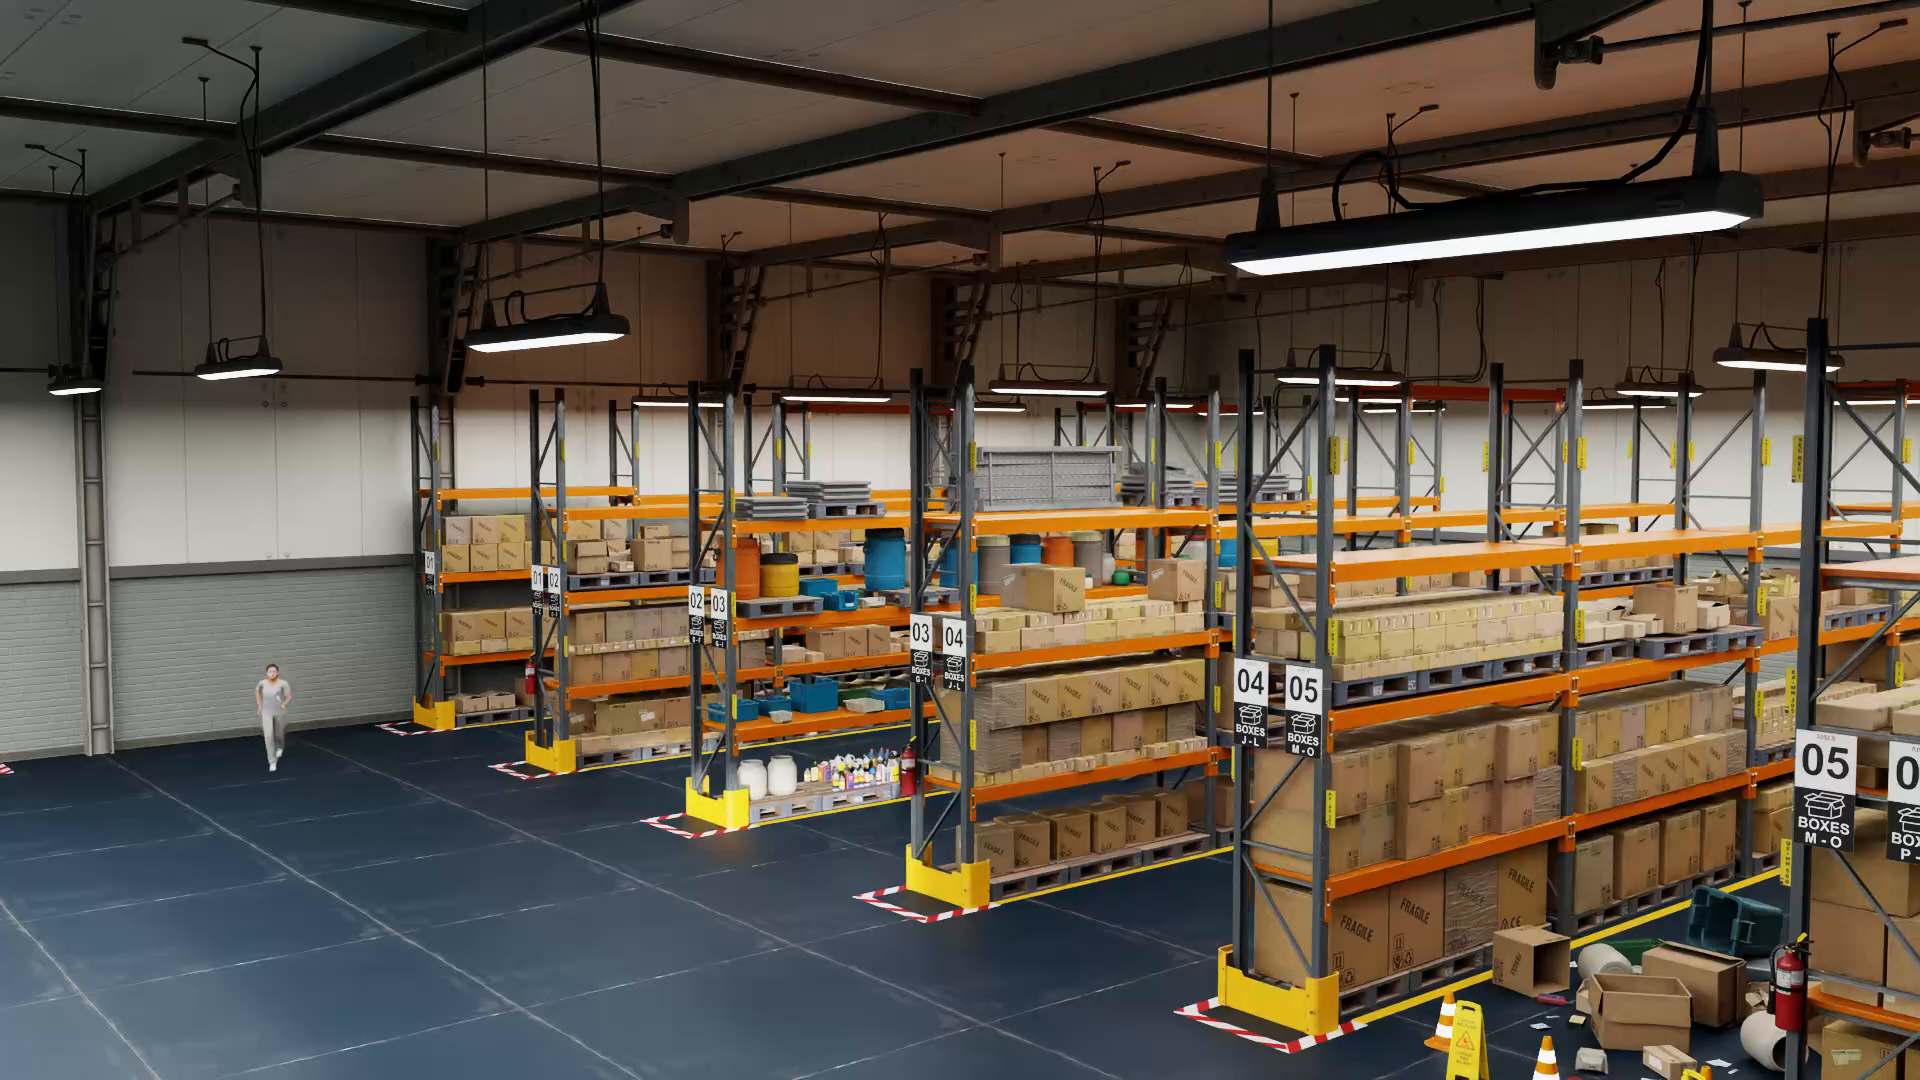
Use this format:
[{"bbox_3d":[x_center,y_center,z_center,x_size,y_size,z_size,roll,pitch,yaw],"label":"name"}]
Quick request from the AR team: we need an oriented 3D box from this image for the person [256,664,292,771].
[{"bbox_3d":[-10.917,2.735,26.464,0.539,1.570,0.940,-1,4,-19],"label":"person"}]

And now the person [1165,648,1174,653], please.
[{"bbox_3d":[4.118,2.475,32.839,0.672,1.547,1.197,2,4,28],"label":"person"}]

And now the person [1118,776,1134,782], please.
[{"bbox_3d":[2.758,2.895,25.423,0.979,1.519,0.611,-3,4,-41],"label":"person"}]
